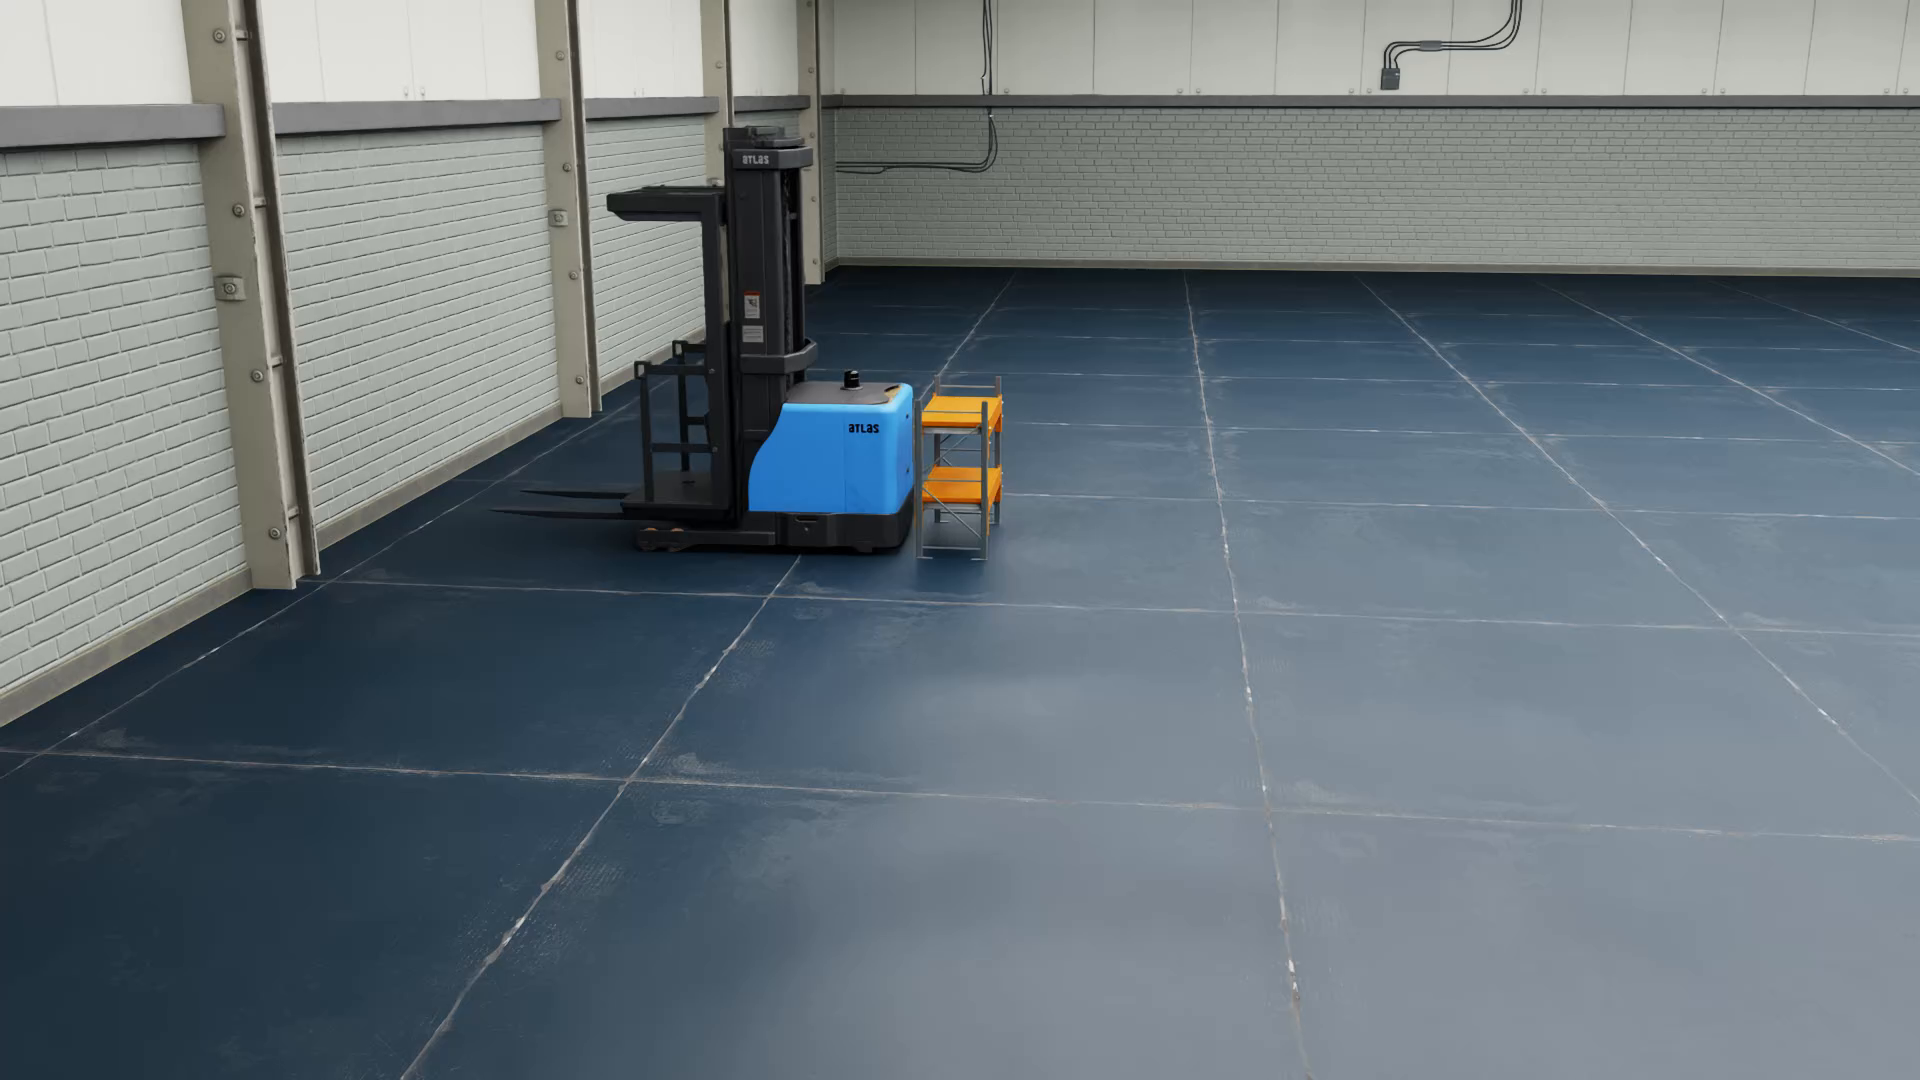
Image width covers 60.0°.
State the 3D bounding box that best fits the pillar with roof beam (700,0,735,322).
[{"bbox_3d":[1.101,-7.059,21.028,9.100,9.000,0.400,2,15,6],"label":"pillar with roof beam"}]

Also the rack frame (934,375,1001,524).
[{"bbox_3d":[0.057,-0.673,12.496,0.500,1.125,0.032,2,15,6],"label":"rack frame"}]

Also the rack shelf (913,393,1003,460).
[{"bbox_3d":[-0.001,-0.824,11.932,0.538,0.278,1.000,2,15,6],"label":"rack shelf"}]

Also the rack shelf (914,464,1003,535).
[{"bbox_3d":[-0.001,-0.305,12.073,0.538,0.278,1.000,2,15,6],"label":"rack shelf"}]

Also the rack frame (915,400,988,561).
[{"bbox_3d":[-0.058,-0.409,11.521,0.500,1.125,0.032,2,15,6],"label":"rack frame"}]

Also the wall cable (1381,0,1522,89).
[{"bbox_3d":[8.578,-10.825,28.440,2.305,6.003,0.169,2,15,6],"label":"wall cable"}]

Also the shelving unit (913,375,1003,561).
[{"bbox_3d":[-0.001,-0.541,12.009,0.538,1.125,1.048,2,15,6],"label":"shelving unit"}]

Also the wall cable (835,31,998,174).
[{"bbox_3d":[-0.853,-7.968,30.339,3.097,2.526,0.112,2,15,6],"label":"wall cable"}]

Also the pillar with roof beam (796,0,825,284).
[{"bbox_3d":[1.778,-8.615,26.783,9.100,9.000,0.400,2,15,6],"label":"pillar with roof beam"}]

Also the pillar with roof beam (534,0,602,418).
[{"bbox_3d":[0.424,-5.503,15.273,9.100,9.000,0.400,2,15,6],"label":"pillar with roof beam"}]

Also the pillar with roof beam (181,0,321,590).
[{"bbox_3d":[-0.253,-3.947,9.518,9.100,9.000,0.400,2,15,6],"label":"pillar with roof beam"}]

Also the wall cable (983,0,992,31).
[{"bbox_3d":[1.835,-10.326,29.385,3.097,2.526,0.112,2,15,6],"label":"wall cable"}]

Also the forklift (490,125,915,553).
[{"bbox_3d":[-1.887,-1.465,11.966,3.031,2.935,1.130,2,15,6],"label":"forklift"}]
